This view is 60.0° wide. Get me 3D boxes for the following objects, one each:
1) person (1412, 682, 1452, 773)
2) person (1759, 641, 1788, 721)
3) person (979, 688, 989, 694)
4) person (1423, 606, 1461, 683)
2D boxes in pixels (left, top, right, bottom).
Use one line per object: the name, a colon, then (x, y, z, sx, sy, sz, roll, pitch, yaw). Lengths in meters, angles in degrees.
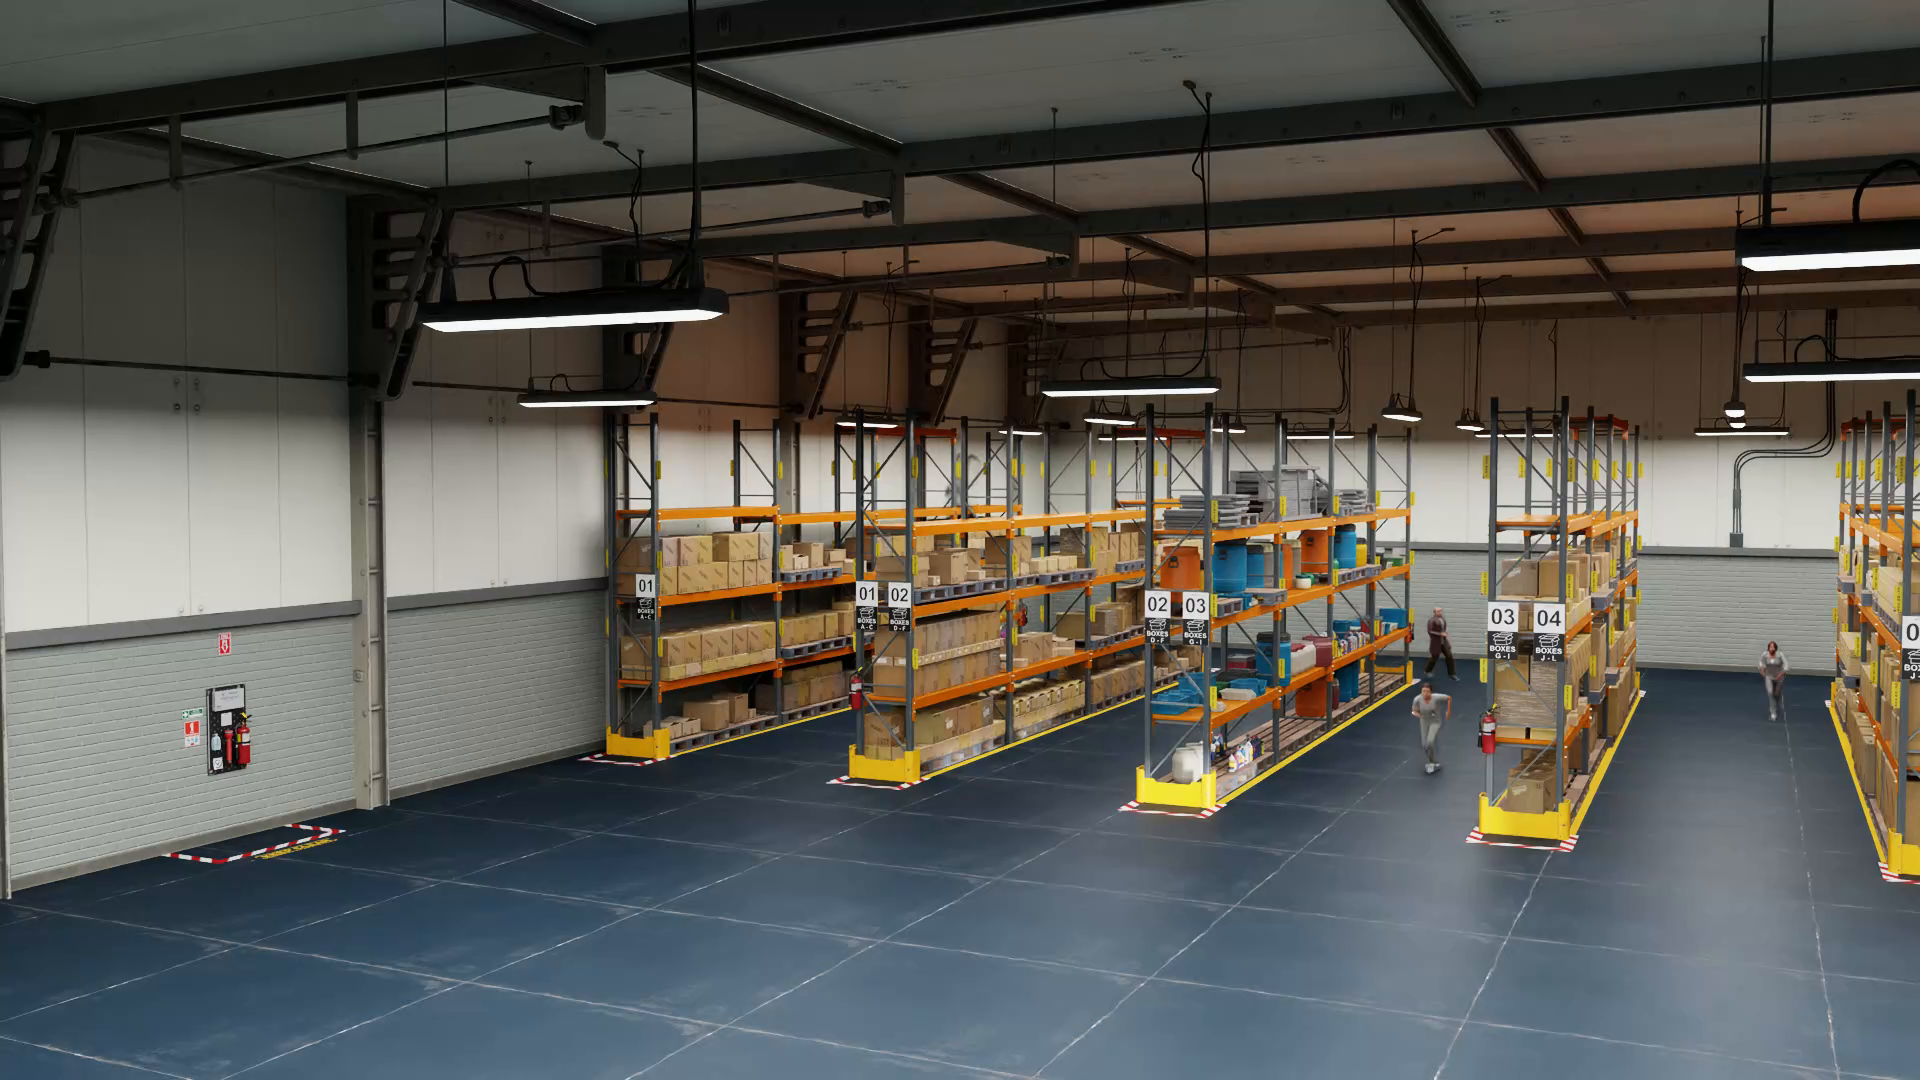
person: (7.787, 3.083, 27.419, 0.597, 1.525, 0.914, 1, 3, 29)
person: (16.422, 2.819, 33.578, 0.536, 1.587, 0.957, 1, 3, 26)
person: (0.539, 2.661, 36.989, 0.714, 1.609, 1.029, 1, 3, 31)
person: (11.320, 2.455, 39.457, 0.720, 1.790, 0.958, -1, 3, -26)
